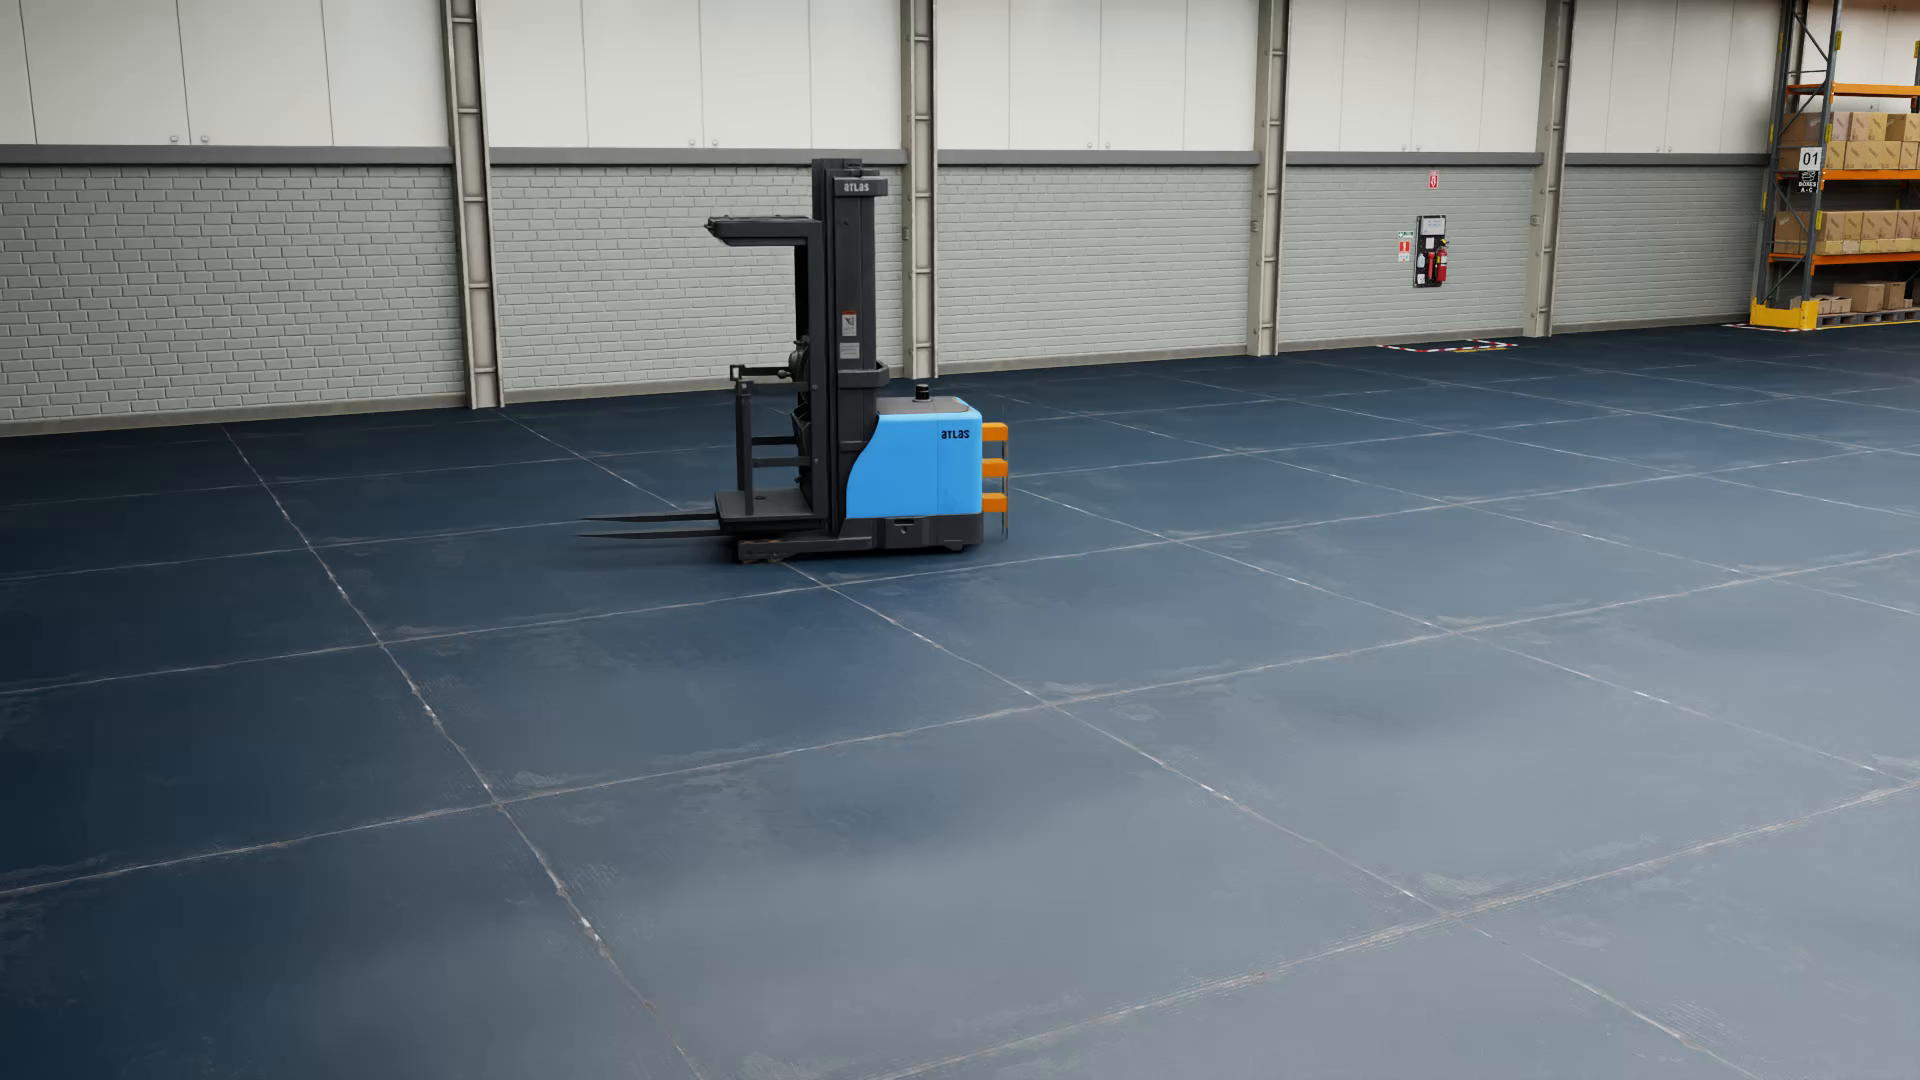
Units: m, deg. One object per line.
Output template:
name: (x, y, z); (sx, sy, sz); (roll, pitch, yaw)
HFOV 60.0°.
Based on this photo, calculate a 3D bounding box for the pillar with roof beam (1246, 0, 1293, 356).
pillar with roof beam: (6.779, -6.460, 21.320); (0.400, 9.000, 9.100); (-7, 14, -28)

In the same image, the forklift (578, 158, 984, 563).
forklift: (-1.388, -1.381, 12.571); (3.031, 2.935, 1.130); (-2, 13, -10)

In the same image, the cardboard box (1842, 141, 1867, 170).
cardboard box: (15.951, -6.944, 30.027); (0.500, 0.500, 0.500); (-6, 14, -24)

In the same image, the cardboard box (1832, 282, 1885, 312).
cardboard box: (16.867, -4.563, 31.245); (0.500, 0.500, 0.700); (-8, 15, -31)

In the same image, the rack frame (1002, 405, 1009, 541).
rack frame: (0.356, -0.526, 13.056); (0.008, 1.050, 0.200); (-2, 13, -11)

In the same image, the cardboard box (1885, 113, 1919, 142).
cardboard box: (17.320, -7.594, 30.639); (0.500, 0.500, 0.500); (-7, 15, -30)

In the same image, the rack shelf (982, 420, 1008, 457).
rack shelf: (0.236, -0.788, 12.974); (0.240, 0.259, 0.215); (-2, 13, -11)

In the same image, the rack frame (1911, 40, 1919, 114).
rack frame: (18.560, -8.733, 31.418); (0.127, 3.000, 1.000); (-7, 14, -28)

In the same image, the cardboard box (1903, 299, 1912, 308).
cardboard box: (18.105, -4.576, 32.063); (0.250, 0.166, 0.380); (-9, 16, -35)

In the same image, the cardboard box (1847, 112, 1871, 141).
cardboard box: (15.968, -7.432, 29.917); (0.500, 0.500, 0.500); (-7, 14, -29)

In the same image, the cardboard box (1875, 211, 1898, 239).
cardboard box: (16.954, -5.840, 30.814); (0.500, 0.500, 0.500); (-6, 14, -26)

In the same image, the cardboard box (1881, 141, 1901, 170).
cardboard box: (16.864, -7.060, 30.541); (0.500, 0.500, 0.500); (-6, 14, -24)

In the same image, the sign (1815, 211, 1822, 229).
sign: (15.309, -5.703, 29.647); (0.005, 0.325, 0.100); (-7, 14, -28)

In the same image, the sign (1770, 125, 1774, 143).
sign: (14.800, -7.390, 30.264); (0.005, 0.325, 0.100); (-7, 14, -28)

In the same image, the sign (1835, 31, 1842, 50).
sign: (15.309, -8.702, 28.972); (0.005, 0.325, 0.100); (-7, 14, -28)

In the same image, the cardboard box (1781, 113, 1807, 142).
cardboard box: (15.302, -7.491, 30.180); (0.500, 0.500, 0.500); (-6, 14, -25)

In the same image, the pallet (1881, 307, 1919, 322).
pallet: (17.987, -4.368, 32.038); (1.213, 0.211, 1.003); (-7, 14, -28)

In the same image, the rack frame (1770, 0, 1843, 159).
rack frame: (15.049, -8.312, 29.548); (0.127, 3.000, 1.000); (-7, 14, -28)

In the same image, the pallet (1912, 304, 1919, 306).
pallet: (19.242, -4.528, 32.748); (1.213, 0.211, 1.003); (-7, 14, -28)

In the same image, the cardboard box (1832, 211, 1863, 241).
cardboard box: (16.050, -5.730, 30.327); (0.500, 0.500, 0.500); (-7, 14, -28)

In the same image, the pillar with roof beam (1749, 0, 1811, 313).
pillar with roof beam: (17.311, -7.723, 26.929); (0.400, 9.000, 9.100); (-7, 14, -28)

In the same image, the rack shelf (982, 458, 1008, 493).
rack shelf: (0.236, -0.511, 13.036); (0.240, 0.259, 0.215); (-2, 13, -11)

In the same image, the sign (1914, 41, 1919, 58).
sign: (18.289, -9.372, 31.770); (0.005, 0.325, 0.100); (-7, 14, -28)

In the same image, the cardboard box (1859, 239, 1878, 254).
cardboard box: (16.528, -5.422, 30.665); (0.500, 0.250, 0.500); (-7, 15, -29)

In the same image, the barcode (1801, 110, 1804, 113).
barcode: (15.432, -7.849, 30.450); (0.075, 0.075, 0.001); (-7, 14, -28)

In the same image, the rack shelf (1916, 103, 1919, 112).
rack shelf: (20.315, -8.397, 32.475); (4.000, 0.370, 1.077); (-7, 14, -28)

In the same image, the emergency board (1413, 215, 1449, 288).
emergency board: (7.795, -4.742, 27.347); (0.643, 1.169, 0.194); (-7, 14, -28)

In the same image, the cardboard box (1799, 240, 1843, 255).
cardboard box: (15.629, -5.312, 30.177); (0.500, 0.250, 0.500); (-7, 15, -29)

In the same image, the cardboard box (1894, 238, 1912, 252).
cardboard box: (17.414, -5.528, 31.135); (0.500, 0.250, 0.500); (-7, 14, -28)

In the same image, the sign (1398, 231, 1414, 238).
sign: (7.269, -4.978, 27.109); (0.331, 0.109, 0.001); (-7, 14, -28)

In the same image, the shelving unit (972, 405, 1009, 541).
shelving unit: (0.236, -0.521, 13.033); (0.252, 1.050, 0.215); (-2, 13, -11)

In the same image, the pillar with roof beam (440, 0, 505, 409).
pillar with roof beam: (-3.754, -5.198, 15.710); (0.400, 9.000, 9.100); (-7, 14, -28)

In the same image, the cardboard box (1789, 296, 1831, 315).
cardboard box: (15.699, -4.344, 30.700); (0.500, 0.311, 0.500); (-9, 15, -34)

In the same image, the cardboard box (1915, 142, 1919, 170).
cardboard box: (17.785, -7.176, 31.060); (0.500, 0.500, 0.500); (-8, 15, -33)

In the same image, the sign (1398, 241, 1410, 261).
sign: (7.260, -4.721, 27.173); (0.234, 0.329, 0.001); (-7, 14, -28)

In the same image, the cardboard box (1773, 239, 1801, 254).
cardboard box: (15.366, -5.408, 30.605); (0.500, 0.250, 0.500); (-7, 14, -27)

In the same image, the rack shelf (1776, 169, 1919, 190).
rack shelf: (16.804, -6.708, 30.891); (4.000, 0.370, 1.077); (-7, 14, -28)

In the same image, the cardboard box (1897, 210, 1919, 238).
cardboard box: (17.858, -5.946, 31.284); (0.500, 0.500, 0.500); (-7, 14, -28)
